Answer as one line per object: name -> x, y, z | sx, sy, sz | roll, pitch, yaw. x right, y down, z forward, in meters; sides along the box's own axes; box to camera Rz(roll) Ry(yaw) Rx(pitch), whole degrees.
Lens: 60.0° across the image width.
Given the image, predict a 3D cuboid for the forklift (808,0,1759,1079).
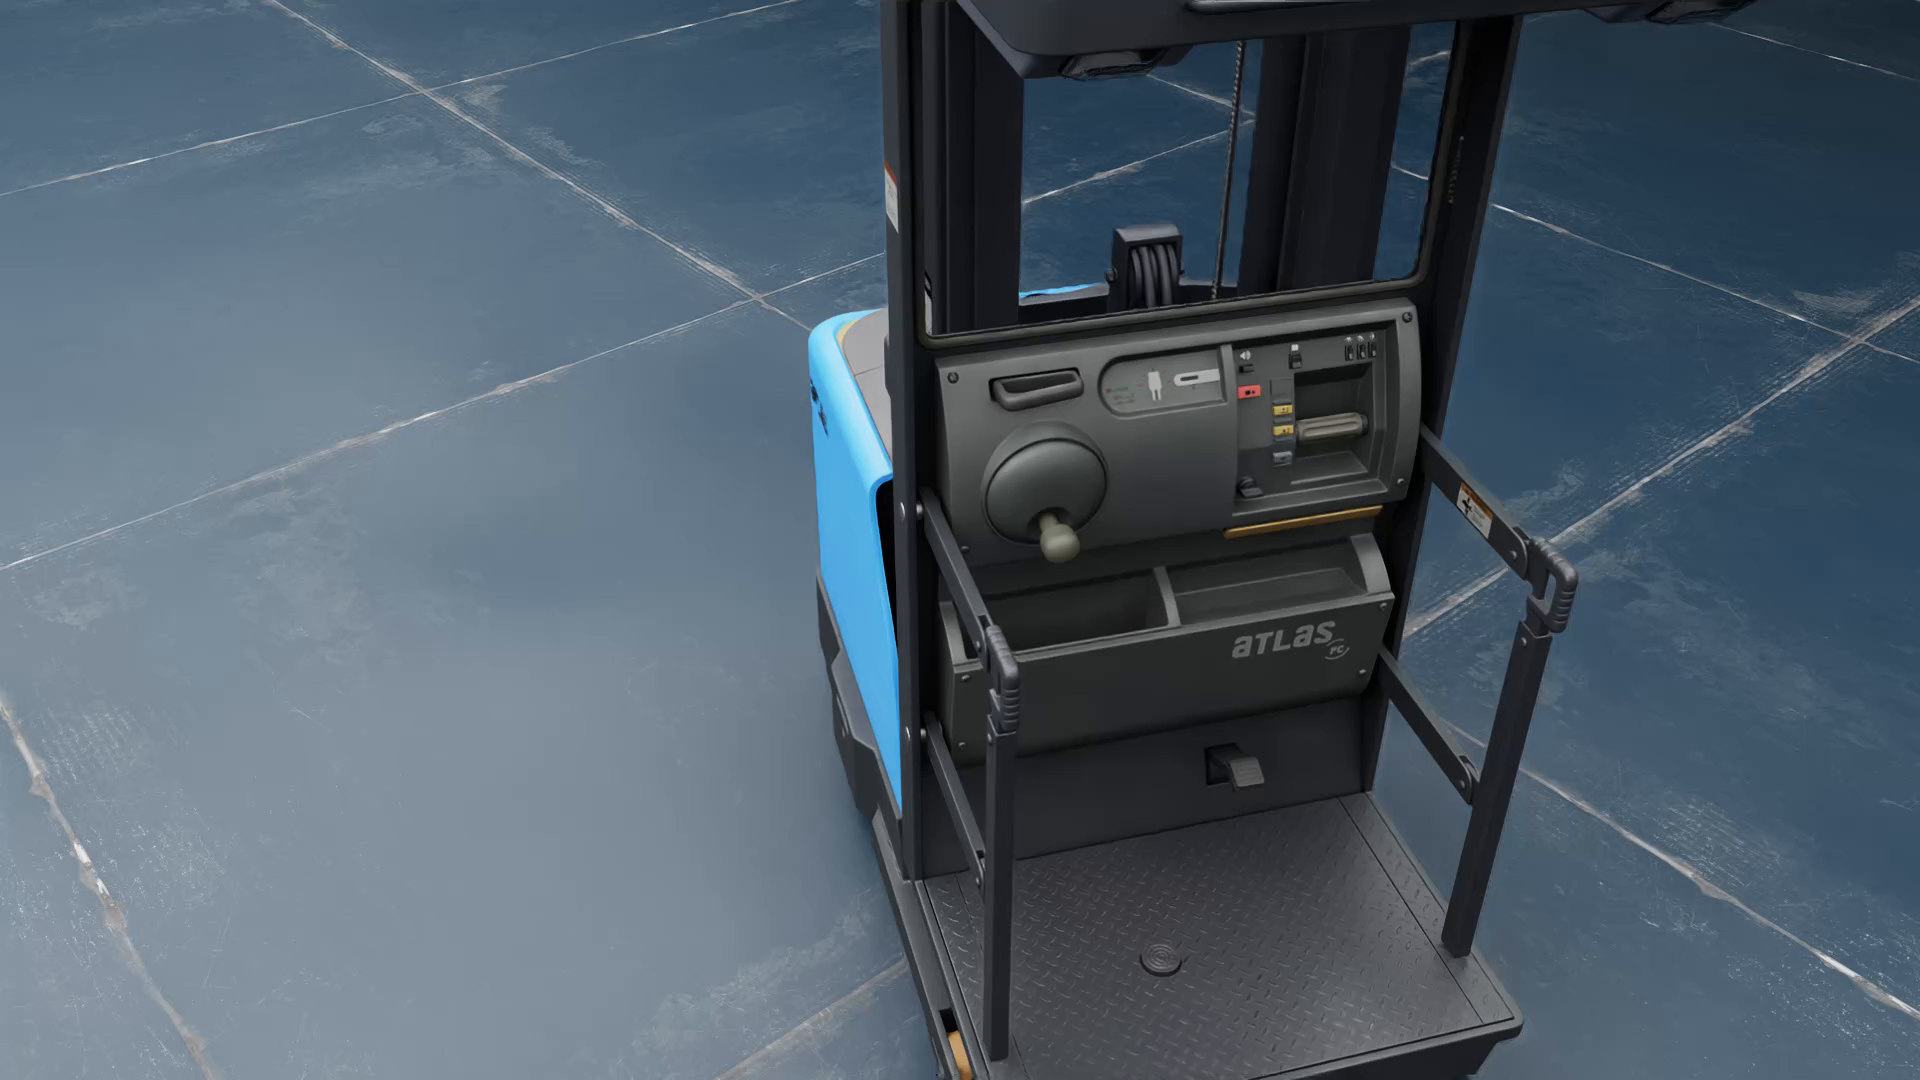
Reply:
forklift -> 0.476, -0.135, 2.904 | 1.130, 2.935, 3.031 | -9, 36, -12
